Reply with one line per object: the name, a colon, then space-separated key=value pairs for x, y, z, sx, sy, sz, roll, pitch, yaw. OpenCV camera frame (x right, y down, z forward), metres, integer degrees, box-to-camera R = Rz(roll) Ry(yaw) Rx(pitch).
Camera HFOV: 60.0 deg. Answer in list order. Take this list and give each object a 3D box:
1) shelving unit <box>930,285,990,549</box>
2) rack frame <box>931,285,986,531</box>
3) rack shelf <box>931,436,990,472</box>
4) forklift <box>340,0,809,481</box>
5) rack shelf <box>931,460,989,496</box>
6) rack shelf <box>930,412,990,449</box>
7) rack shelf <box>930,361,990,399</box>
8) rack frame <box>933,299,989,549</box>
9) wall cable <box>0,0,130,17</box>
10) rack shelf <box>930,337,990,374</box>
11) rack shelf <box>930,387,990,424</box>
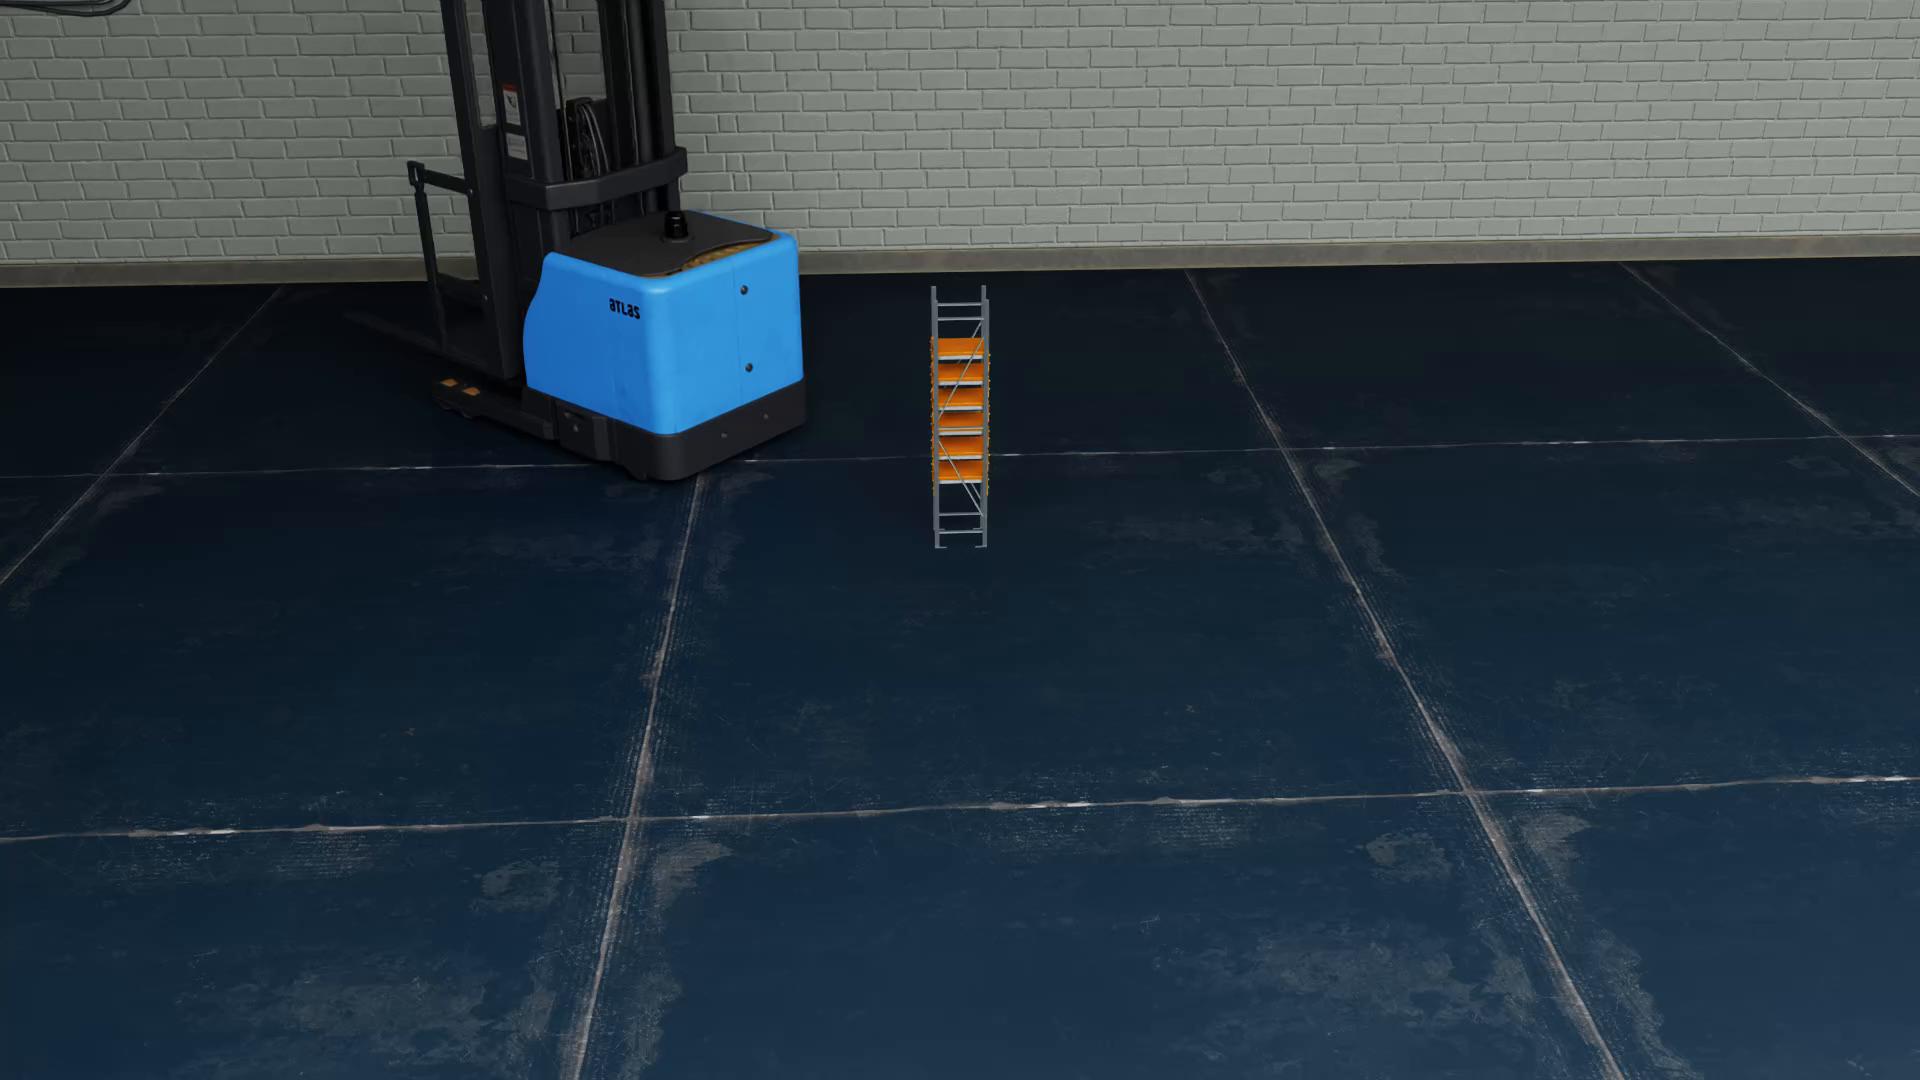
shelving unit: x=-0.001 y=-0.539 z=7.485 sx=0.258 sy=1.200 sz=0.189 roll=-1 pitch=28 yaw=-3
rack frame: x=-0.006 y=-0.581 z=7.566 sx=0.240 sy=1.200 sz=0.006 roll=-1 pitch=28 yaw=-3
rack shelf: x=-0.001 y=-0.393 z=7.561 sx=0.258 sy=0.103 sz=0.180 roll=-1 pitch=28 yaw=-3
forklift: x=-2.274 y=-2.130 z=8.664 sx=3.031 sy=2.935 sz=1.130 roll=20 pitch=34 yaw=33
rack shelf: x=-0.001 y=-0.286 z=7.617 sx=0.258 sy=0.103 sz=0.180 roll=-1 pitch=28 yaw=-3
rack shelf: x=-0.001 y=-0.499 z=7.506 sx=0.258 sy=0.103 sz=0.180 roll=-1 pitch=28 yaw=-3
rack shelf: x=-0.001 y=-0.712 z=7.395 sx=0.258 sy=0.103 sz=0.180 roll=-1 pitch=28 yaw=-3
rack frame: x=0.004 y=-0.496 z=7.404 sx=0.240 sy=1.200 sz=0.006 roll=-1 pitch=28 yaw=-3
wall cable: x=-6.461 y=-4.253 z=9.532 sx=3.097 sy=2.526 sz=0.112 roll=-1 pitch=28 yaw=-3
rack shelf: x=-0.001 y=-0.818 z=7.339 sx=0.258 sy=0.103 sz=0.180 roll=-1 pitch=28 yaw=-3
rack shelf: x=-0.001 y=-0.606 z=7.450 sx=0.258 sy=0.103 sz=0.180 roll=-1 pitch=28 yaw=-3
